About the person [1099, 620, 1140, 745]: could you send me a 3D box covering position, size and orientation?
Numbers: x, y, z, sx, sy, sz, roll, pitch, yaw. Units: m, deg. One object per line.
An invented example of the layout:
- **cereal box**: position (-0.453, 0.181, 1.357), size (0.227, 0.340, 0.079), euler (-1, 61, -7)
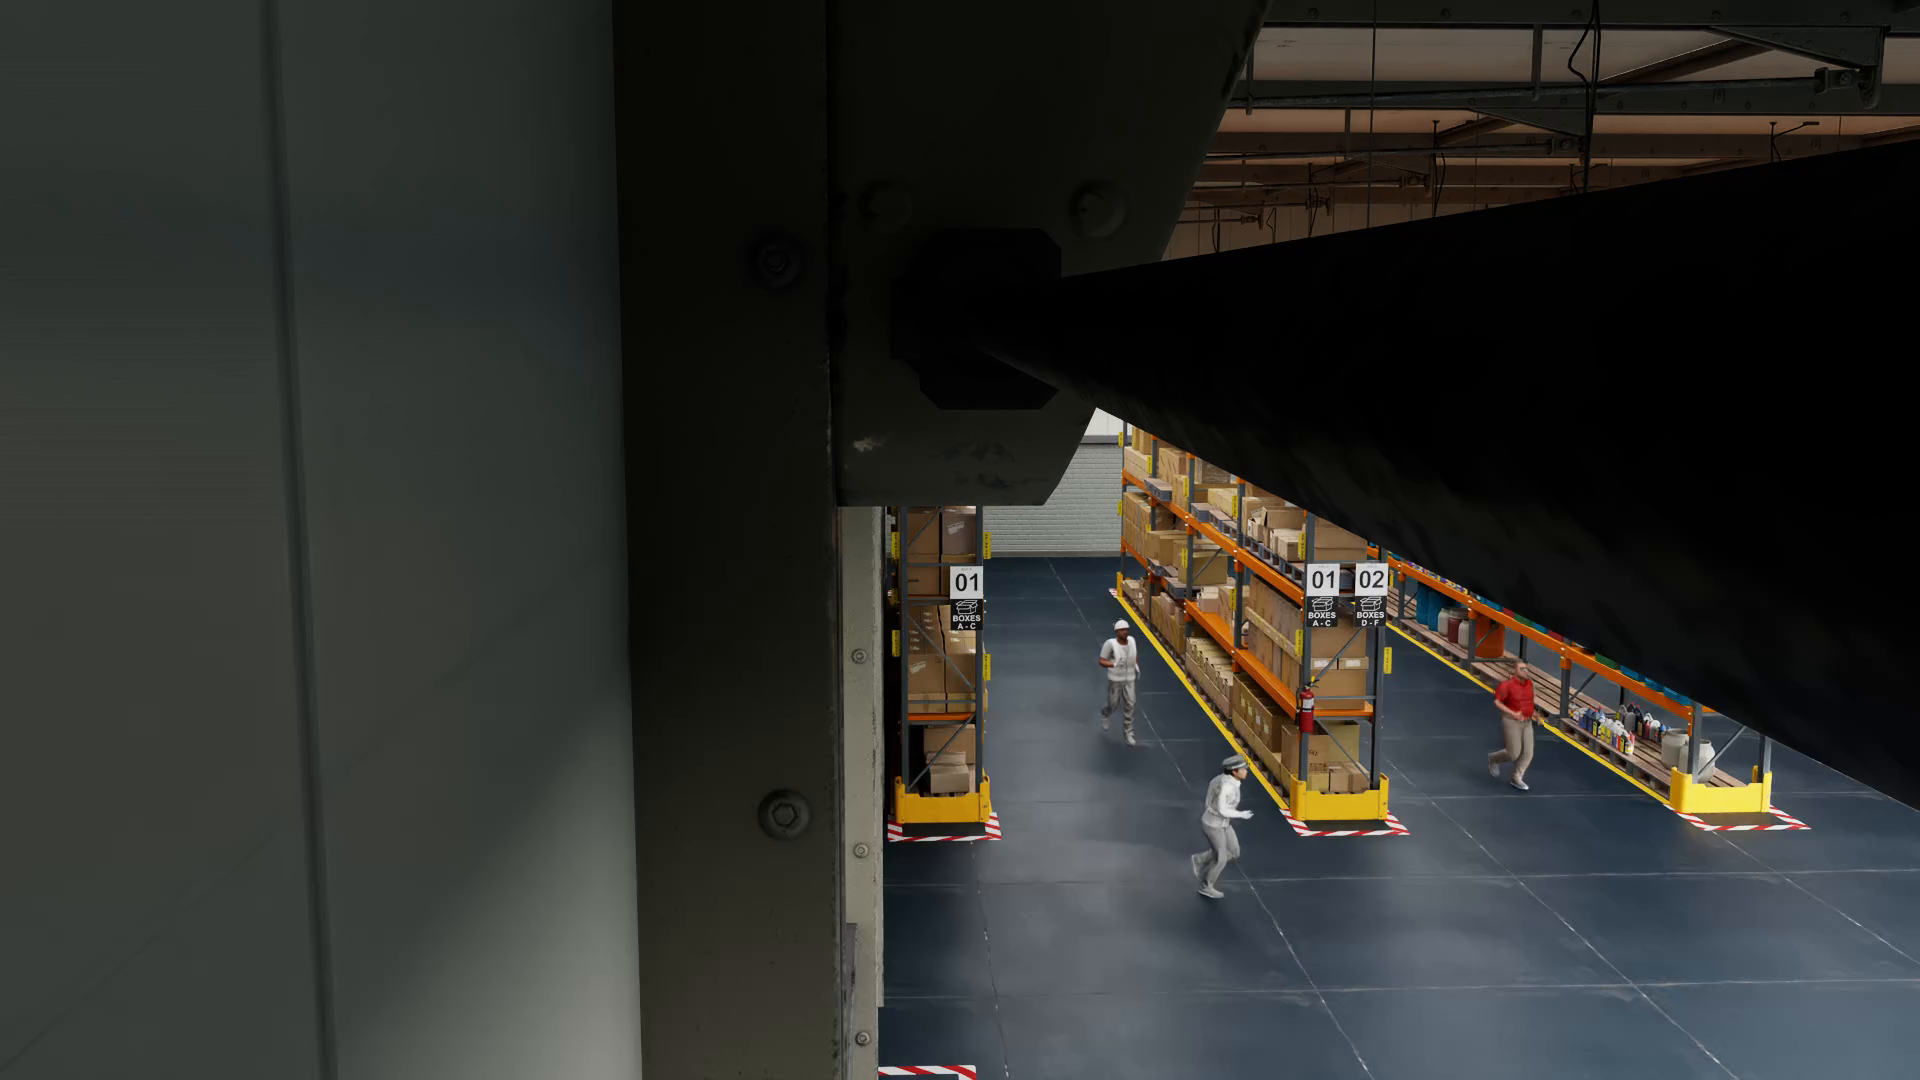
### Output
- **person**: position (2.328, 2.032, 24.227), size (0.704, 1.767, 0.943), euler (-3, 9, -20)

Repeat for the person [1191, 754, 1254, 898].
- **person**: position (2.805, 3.063, 17.795), size (0.673, 1.616, 0.604), euler (3, 9, 20)

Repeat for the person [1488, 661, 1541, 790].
- **person**: position (7.339, 2.420, 21.984), size (0.658, 1.680, 0.679), euler (-4, 9, -24)
